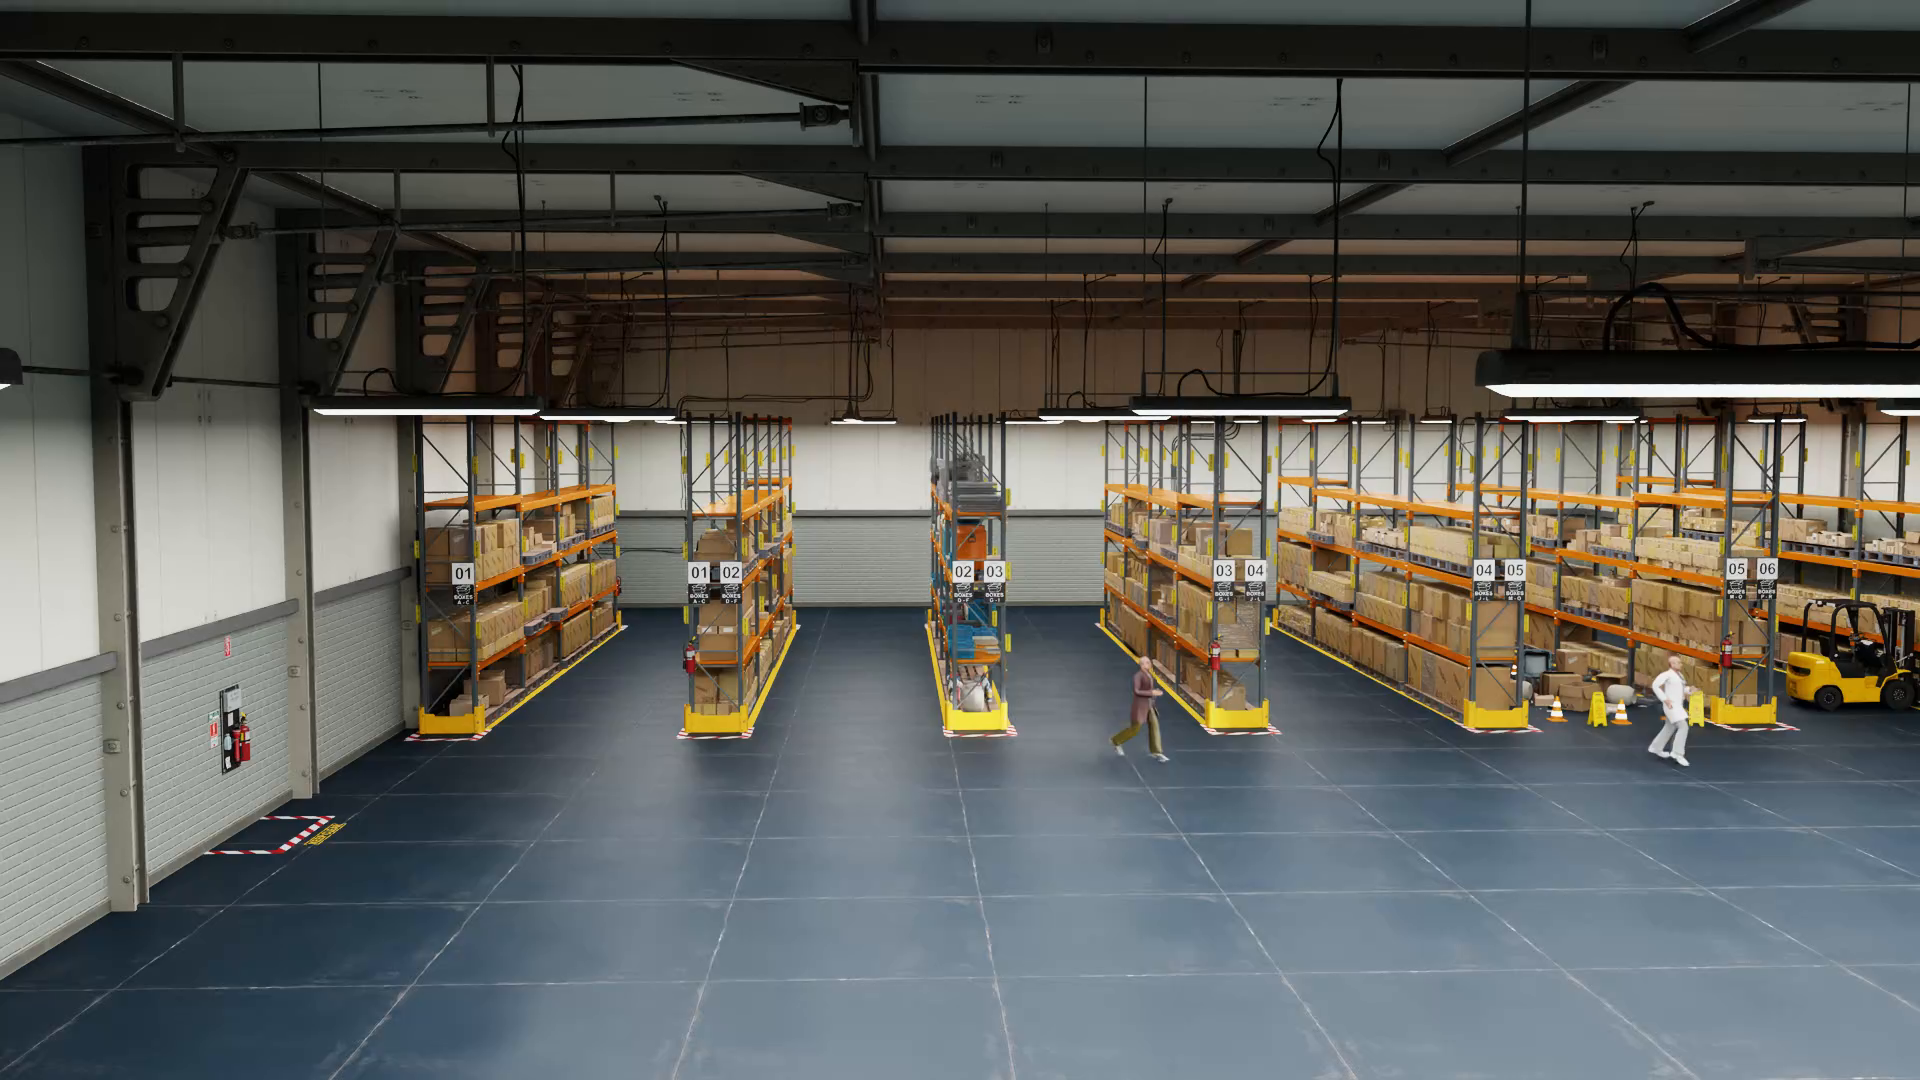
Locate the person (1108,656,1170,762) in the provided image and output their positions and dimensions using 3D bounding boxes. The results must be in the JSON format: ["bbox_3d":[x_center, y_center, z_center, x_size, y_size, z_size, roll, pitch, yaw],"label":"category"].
[{"bbox_3d":[3.094,2.887,28.554,1.061,1.801,0.720,2,5,31],"label":"person"}]

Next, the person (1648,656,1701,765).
[{"bbox_3d":[12.184,2.906,28.401,0.825,1.846,0.695,3,5,38],"label":"person"}]

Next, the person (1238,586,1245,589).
[{"bbox_3d":[7.770,1.585,48.260,0.879,1.696,0.865,-2,4,-23],"label":"person"}]
